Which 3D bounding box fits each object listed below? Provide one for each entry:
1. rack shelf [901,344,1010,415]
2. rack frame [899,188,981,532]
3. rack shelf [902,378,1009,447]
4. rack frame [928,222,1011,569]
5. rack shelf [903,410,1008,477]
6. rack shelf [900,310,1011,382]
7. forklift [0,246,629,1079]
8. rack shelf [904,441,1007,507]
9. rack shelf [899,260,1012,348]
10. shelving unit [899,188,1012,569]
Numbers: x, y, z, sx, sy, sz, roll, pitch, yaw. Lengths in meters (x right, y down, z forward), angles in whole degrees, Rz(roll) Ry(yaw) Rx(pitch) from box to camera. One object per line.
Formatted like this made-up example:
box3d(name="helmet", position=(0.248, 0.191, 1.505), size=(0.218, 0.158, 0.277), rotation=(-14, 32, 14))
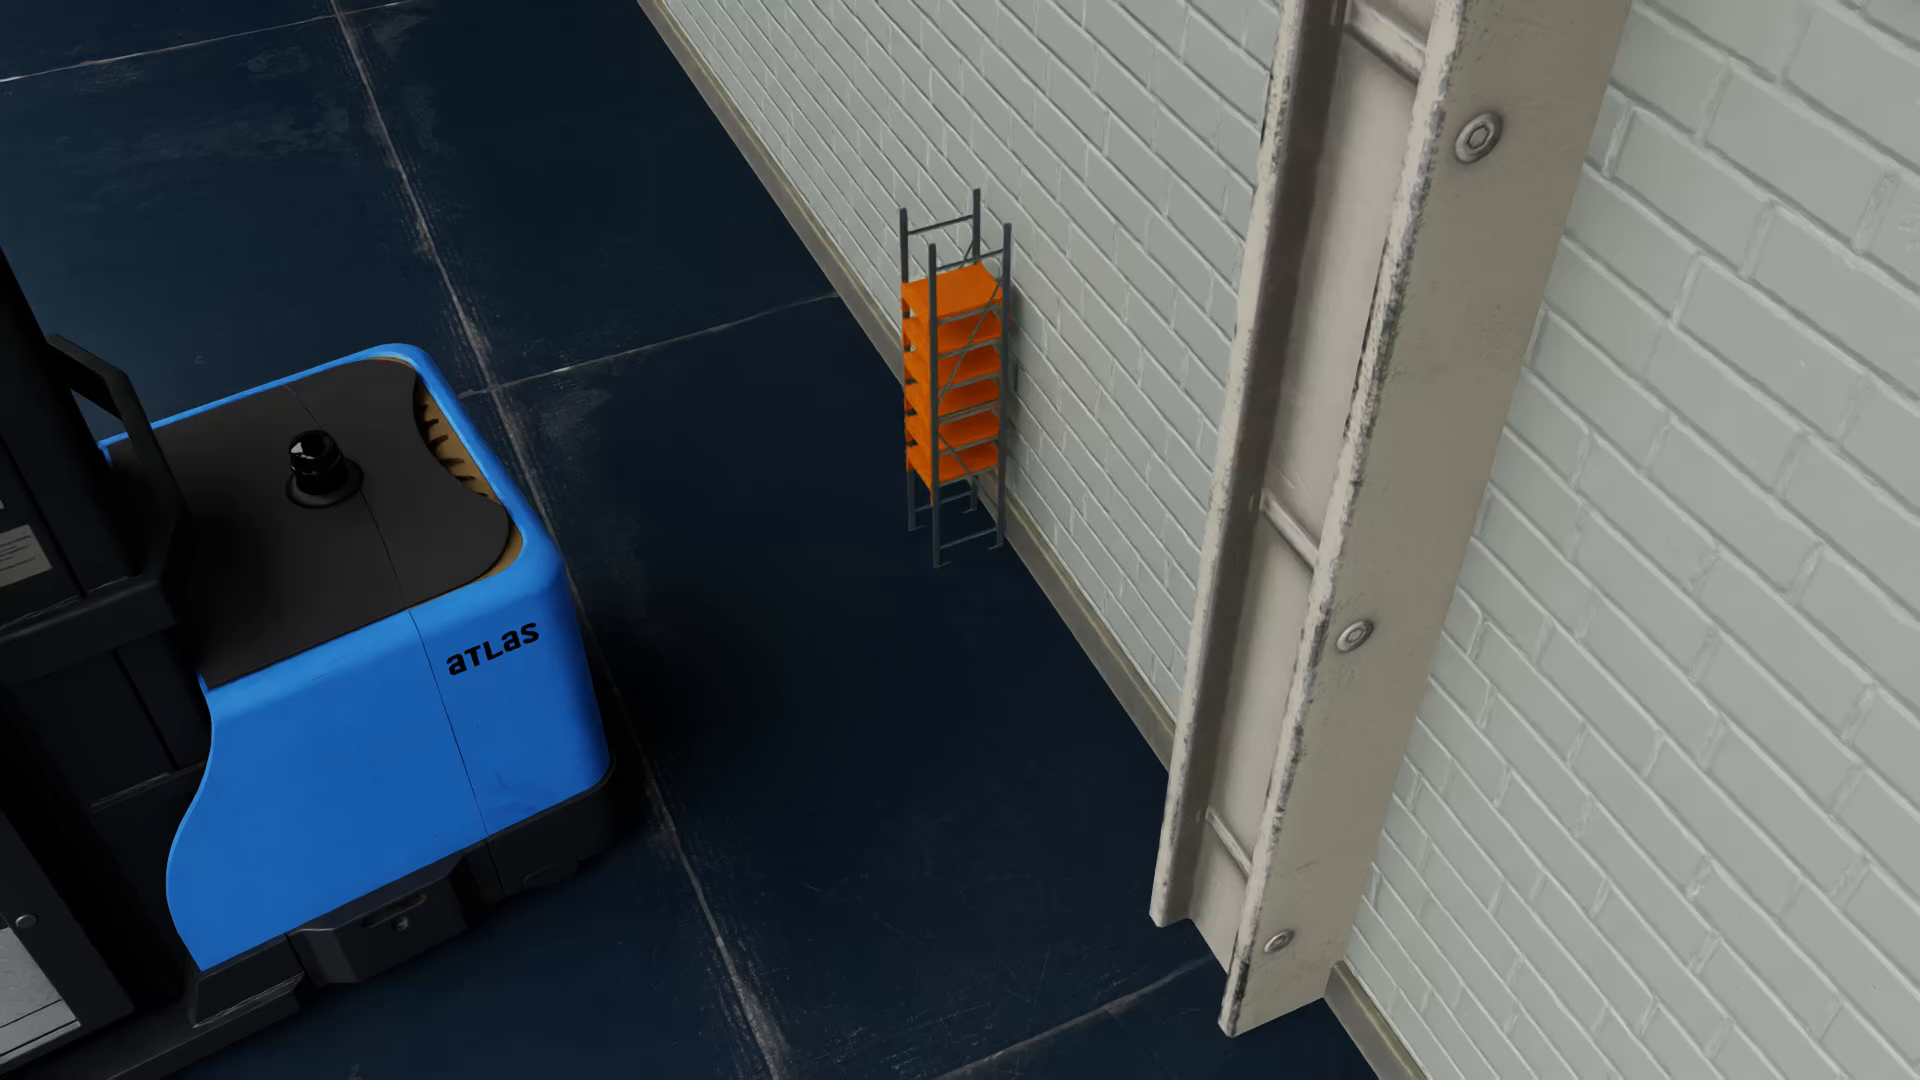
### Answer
box3d(name="rack shelf", position=(-0.013, -0.486, 4.781), size=(0.258, 0.103, 0.180), rotation=(-19, 48, -18))
box3d(name="rack frame", position=(-0.053, -0.490, 4.892), size=(0.240, 1.200, 0.006), rotation=(-19, 48, -18))
box3d(name="rack shelf", position=(-0.013, -0.400, 4.865), size=(0.258, 0.103, 0.180), rotation=(-19, 48, -18))
box3d(name="rack frame", position=(0.027, -0.374, 4.775), size=(0.240, 1.200, 0.006), rotation=(-19, 48, -18))
box3d(name="rack shelf", position=(-0.013, -0.315, 4.949), size=(0.258, 0.103, 0.180), rotation=(-19, 48, -18))
box3d(name="rack shelf", position=(-0.013, -0.571, 4.696), size=(0.258, 0.103, 0.180), rotation=(-19, 48, -18))
box3d(name="forklift", position=(-2.393, 0.037, 3.126), size=(3.031, 2.935, 1.130), rotation=(-24, 50, -23))
box3d(name="rack shelf", position=(-0.013, -0.230, 5.033), size=(0.258, 0.103, 0.180), rotation=(-19, 48, -18))
box3d(name="rack shelf", position=(-0.013, -0.657, 4.612), size=(0.258, 0.103, 0.180), rotation=(-19, 48, -18))
box3d(name="shelving unit", position=(-0.013, -0.432, 4.834), size=(0.258, 1.200, 0.189), rotation=(-19, 48, -18))
